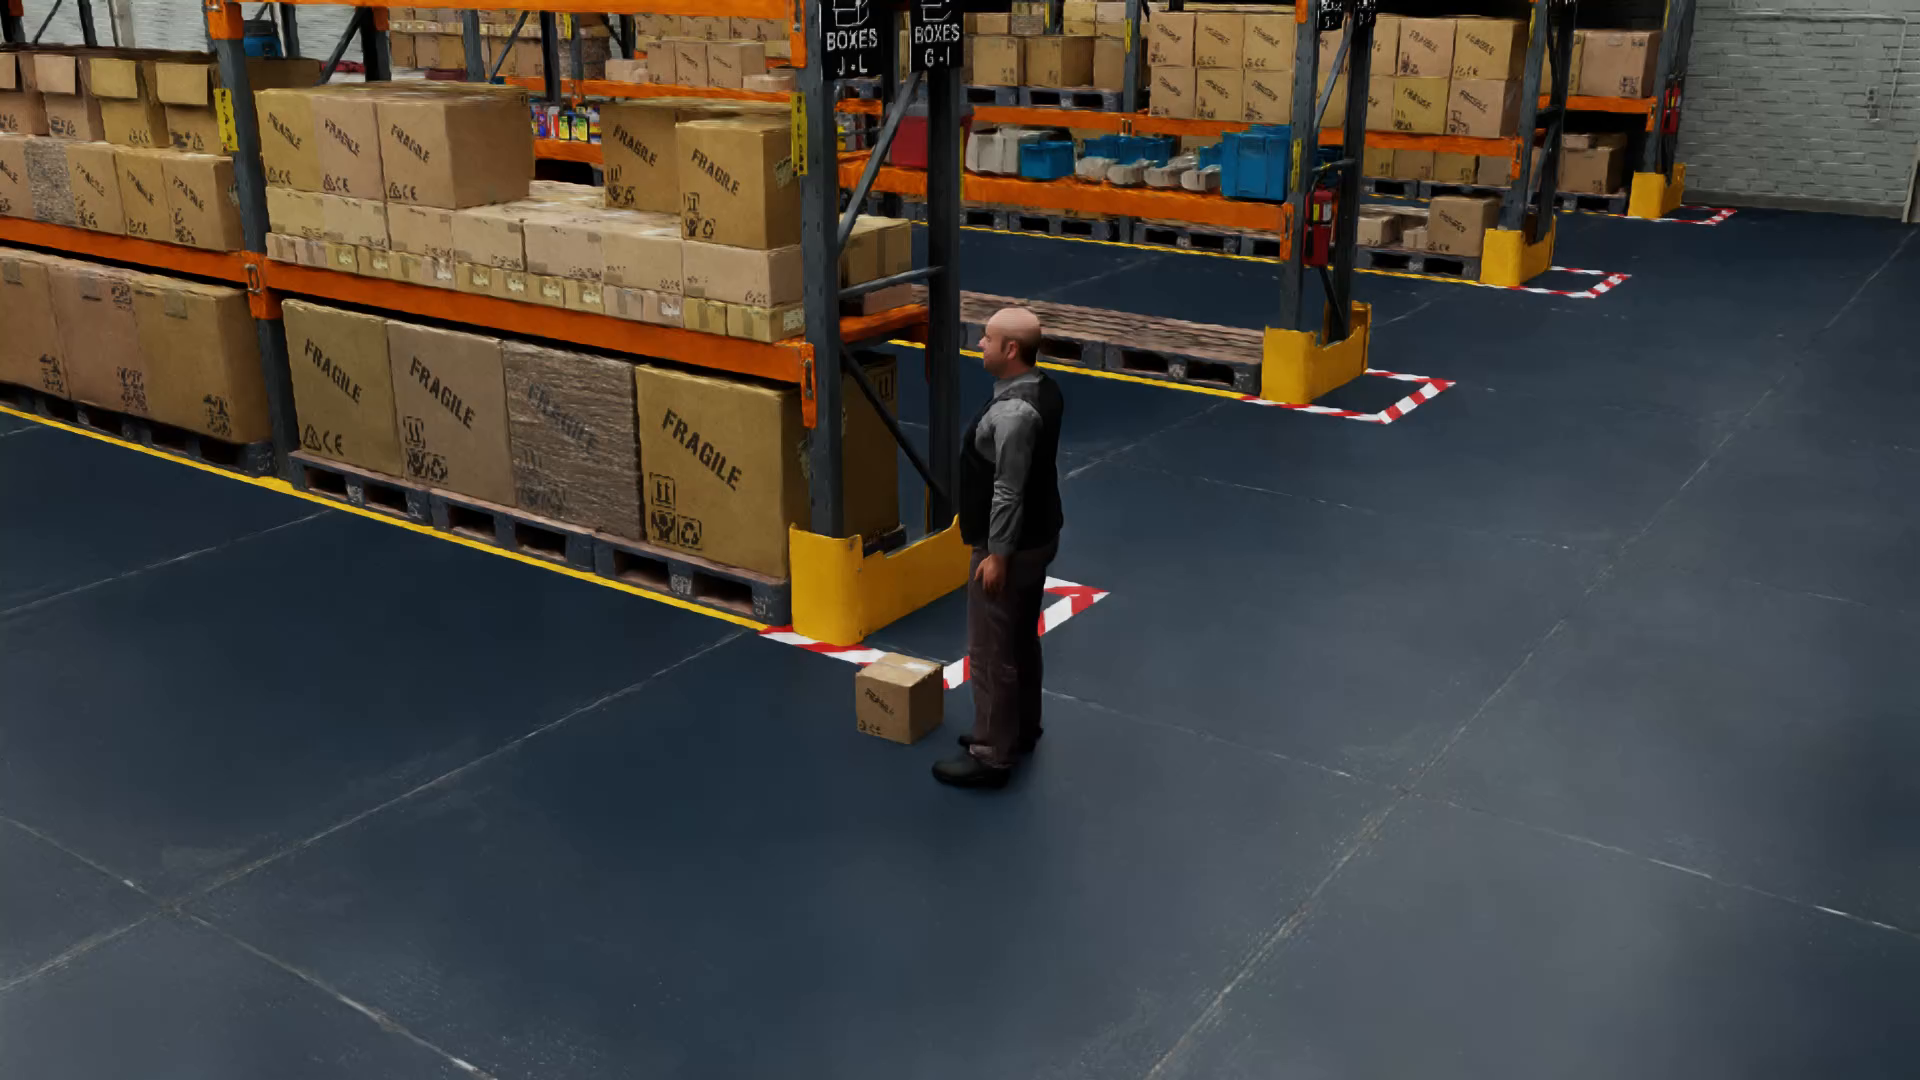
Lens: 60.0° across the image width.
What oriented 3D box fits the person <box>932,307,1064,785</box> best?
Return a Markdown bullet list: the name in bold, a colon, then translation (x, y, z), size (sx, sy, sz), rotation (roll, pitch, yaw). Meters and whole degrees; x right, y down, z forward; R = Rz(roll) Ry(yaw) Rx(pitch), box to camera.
- **person**: translation (0.155, 0.008, 6.054), size (0.423, 1.730, 0.563), rotation (5, 20, 15)
